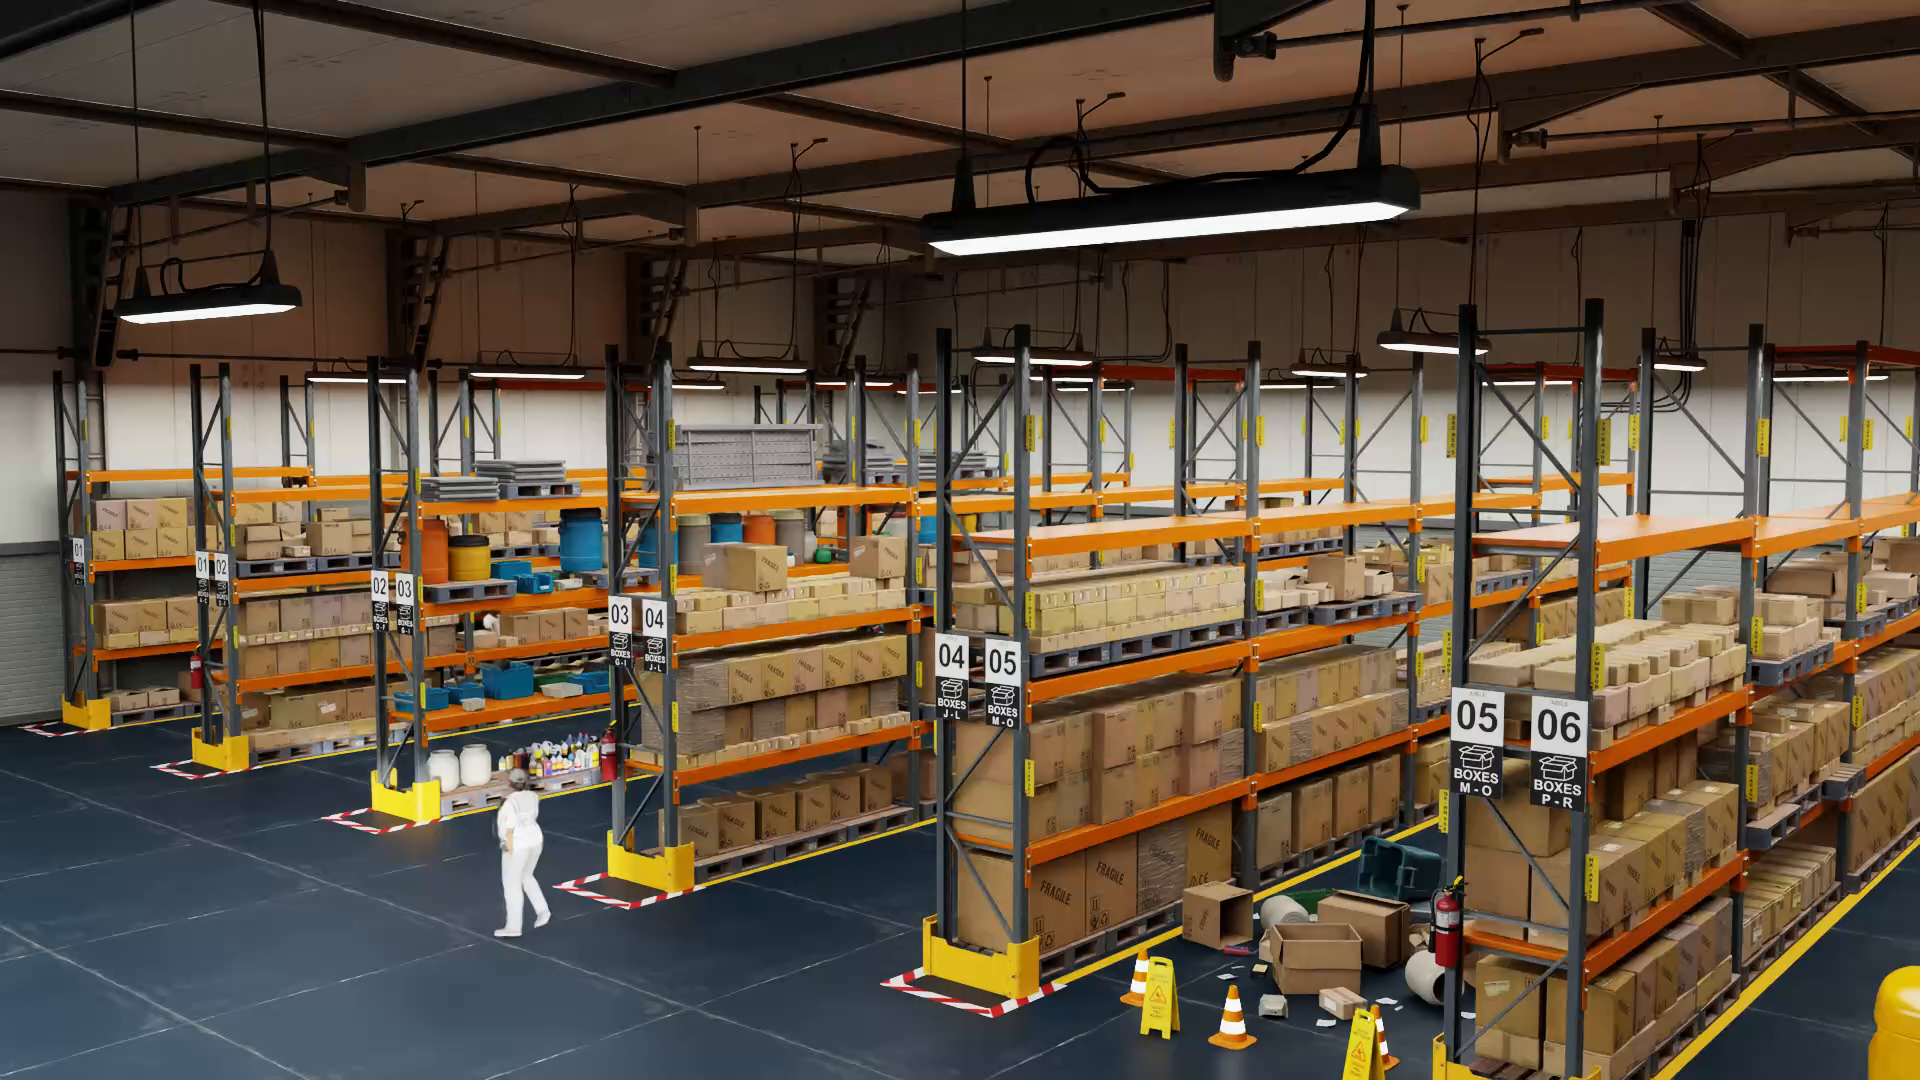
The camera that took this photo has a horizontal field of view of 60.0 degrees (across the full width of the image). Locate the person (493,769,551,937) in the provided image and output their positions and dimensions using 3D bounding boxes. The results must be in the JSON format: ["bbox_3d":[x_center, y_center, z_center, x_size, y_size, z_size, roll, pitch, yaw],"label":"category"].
[{"bbox_3d":[-4.412,3.128,16.731,0.431,1.691,0.540,2,4,22],"label":"person"}]

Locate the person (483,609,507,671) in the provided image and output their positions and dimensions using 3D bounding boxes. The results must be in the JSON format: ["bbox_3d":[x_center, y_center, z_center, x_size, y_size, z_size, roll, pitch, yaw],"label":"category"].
[{"bbox_3d":[-8.812,1.999,31.474,0.498,1.760,0.572,-1,4,-13],"label":"person"}]
